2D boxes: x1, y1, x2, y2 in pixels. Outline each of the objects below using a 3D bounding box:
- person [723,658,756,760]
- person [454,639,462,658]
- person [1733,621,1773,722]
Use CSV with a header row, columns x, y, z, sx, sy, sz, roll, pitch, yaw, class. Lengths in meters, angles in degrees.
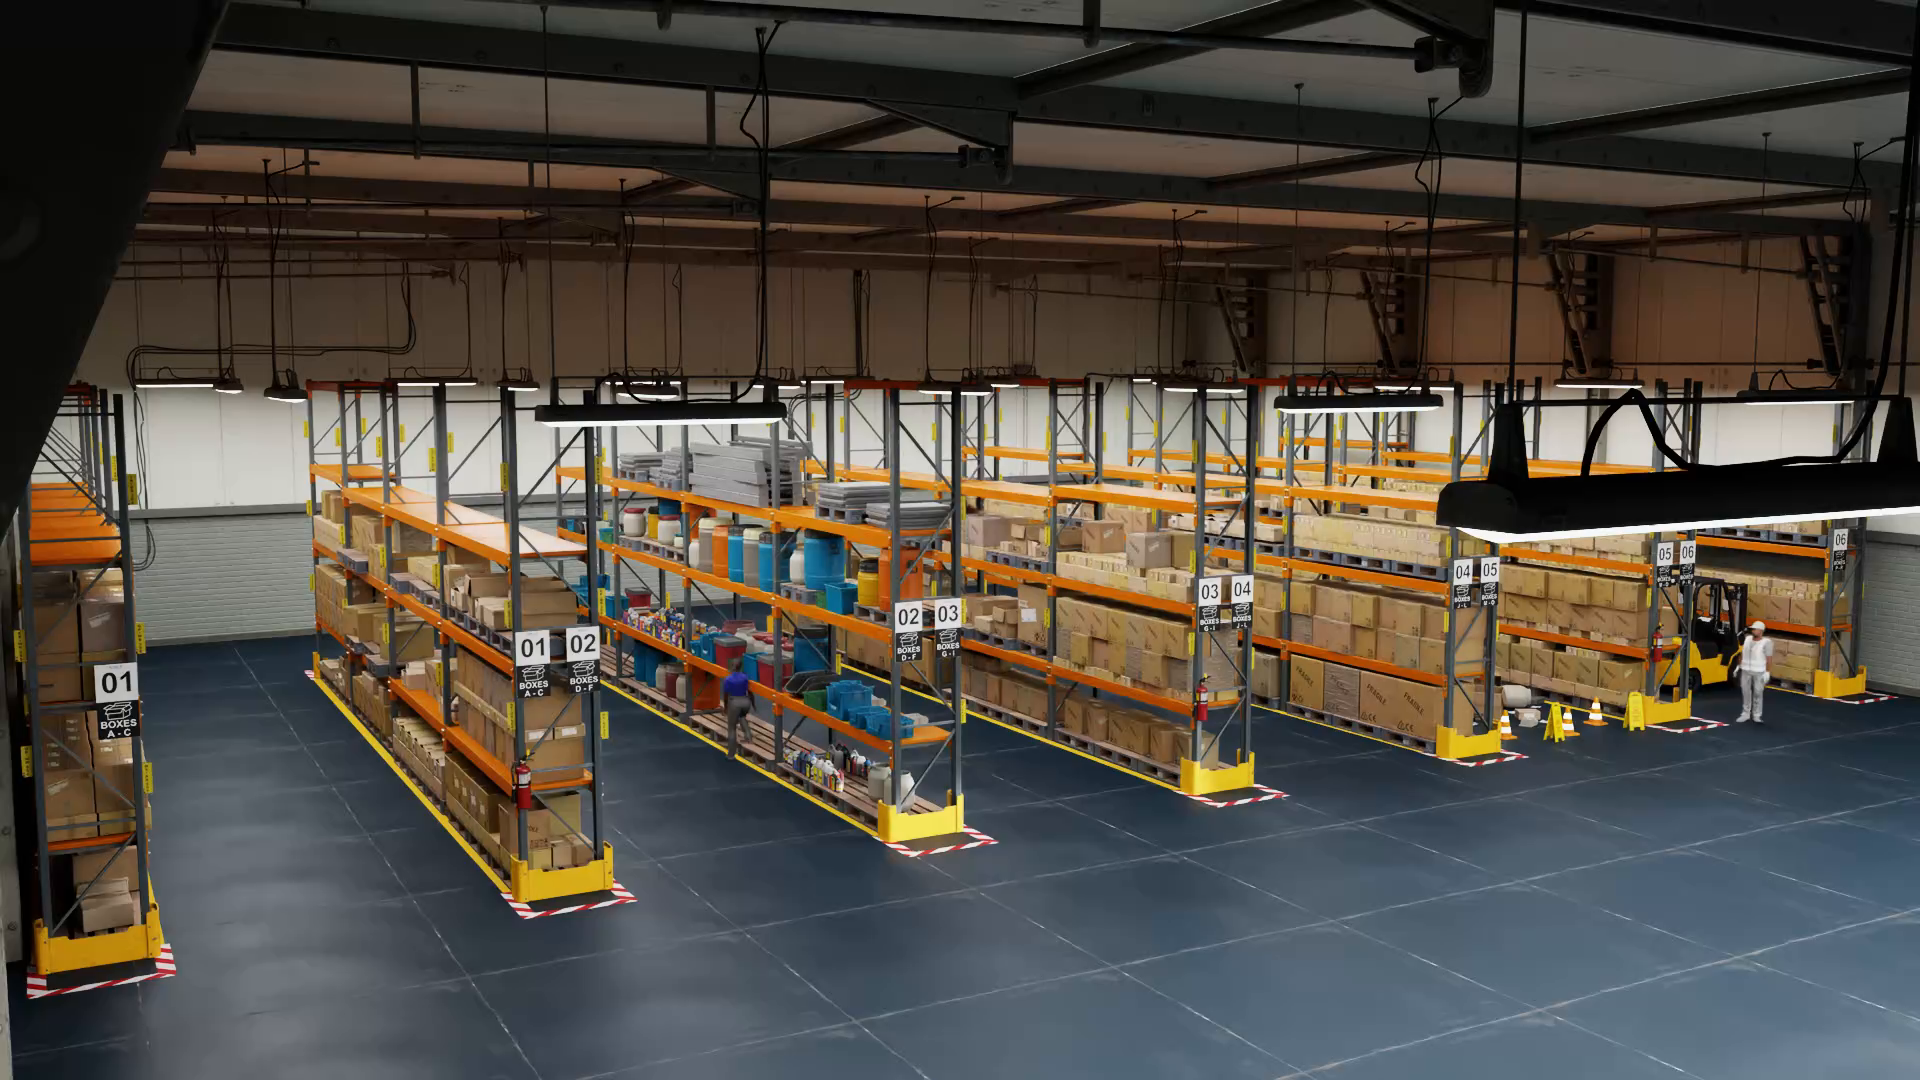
x,y,z,sx,sy,sz,roll,pitch,yaw,class
-3.566,2.673,26.701,0.554,1.645,0.552,-4,7,-30,person
-9.708,2.003,32.355,0.425,1.768,0.639,-4,7,-34,person
14.006,2.326,29.387,0.640,1.806,0.396,5,8,38,person
